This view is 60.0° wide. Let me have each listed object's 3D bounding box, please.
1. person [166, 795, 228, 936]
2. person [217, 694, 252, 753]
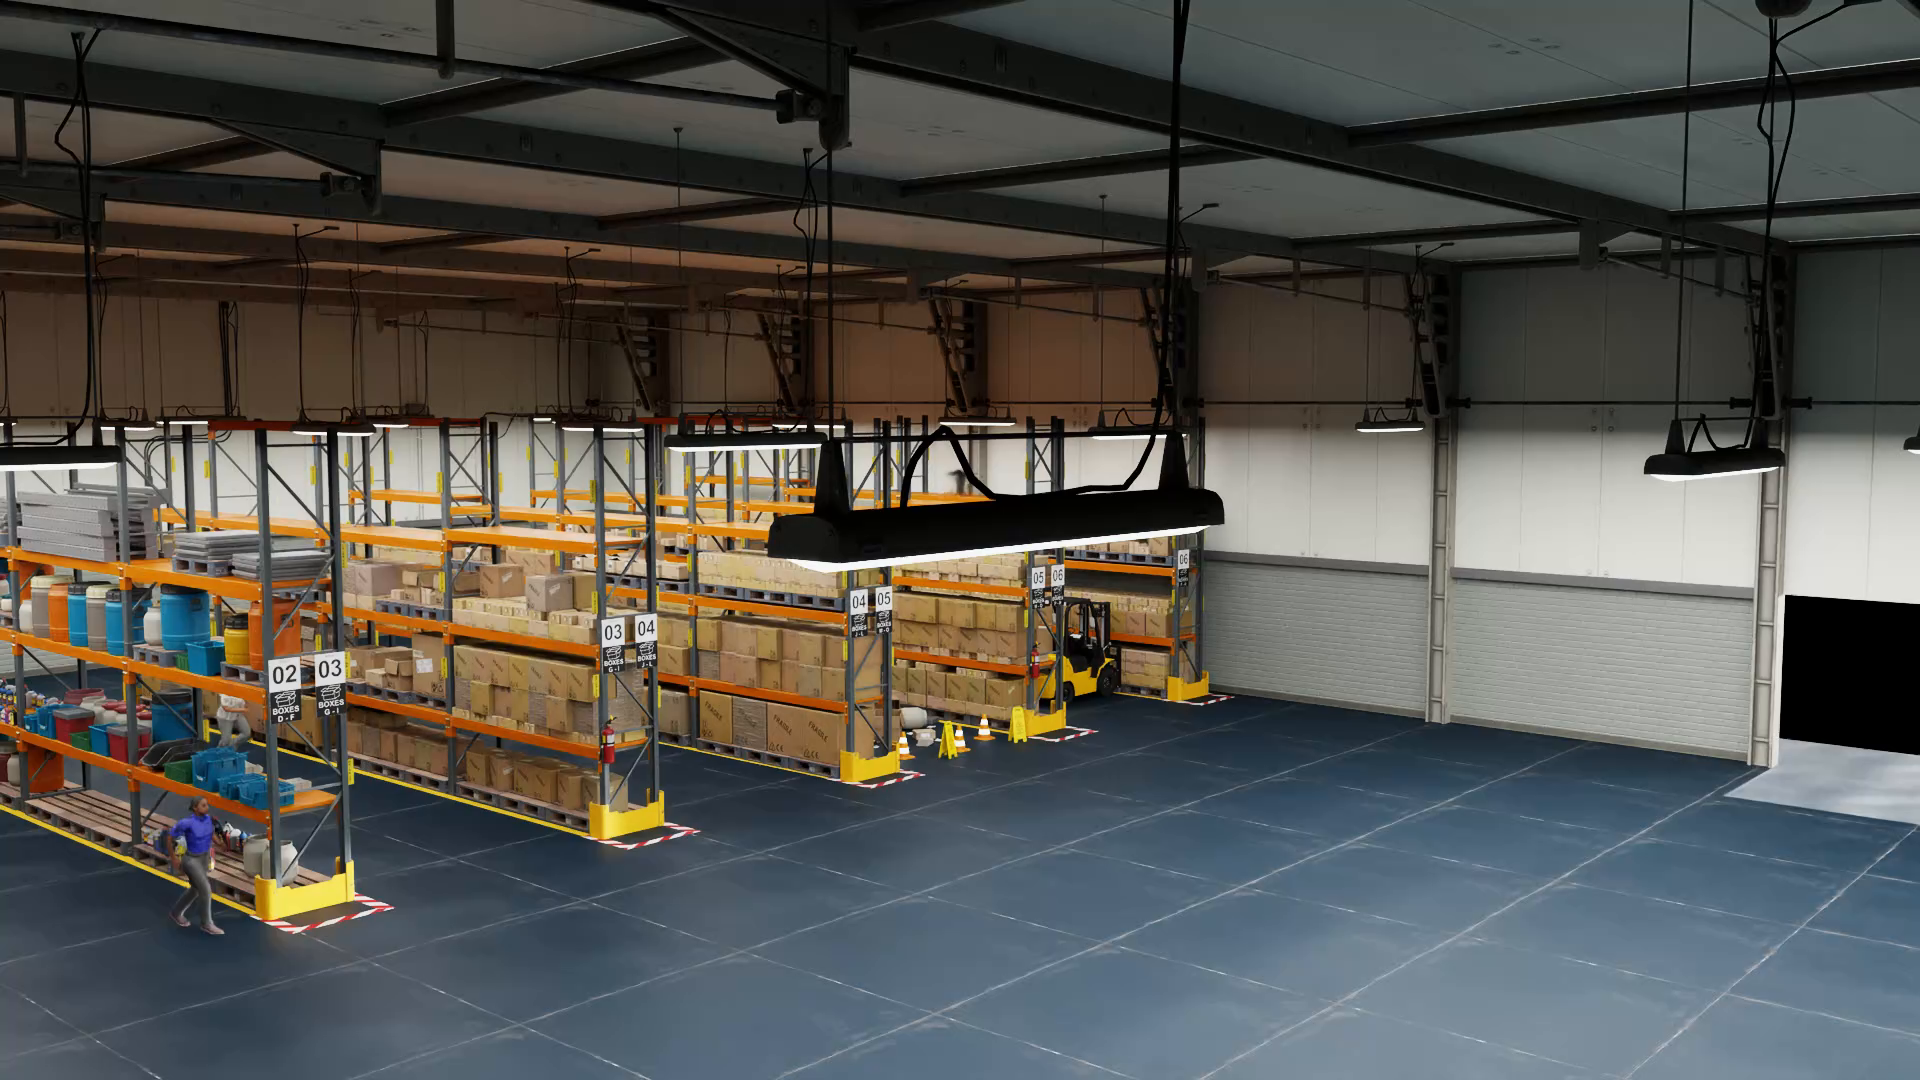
[{"bbox_3d":[-9.135,3.857,19.823,0.810,1.658,0.592,1,5,12],"label":"person"},{"bbox_3d":[-12.769,3.126,29.240,0.817,1.551,0.610,2,5,24],"label":"person"}]
